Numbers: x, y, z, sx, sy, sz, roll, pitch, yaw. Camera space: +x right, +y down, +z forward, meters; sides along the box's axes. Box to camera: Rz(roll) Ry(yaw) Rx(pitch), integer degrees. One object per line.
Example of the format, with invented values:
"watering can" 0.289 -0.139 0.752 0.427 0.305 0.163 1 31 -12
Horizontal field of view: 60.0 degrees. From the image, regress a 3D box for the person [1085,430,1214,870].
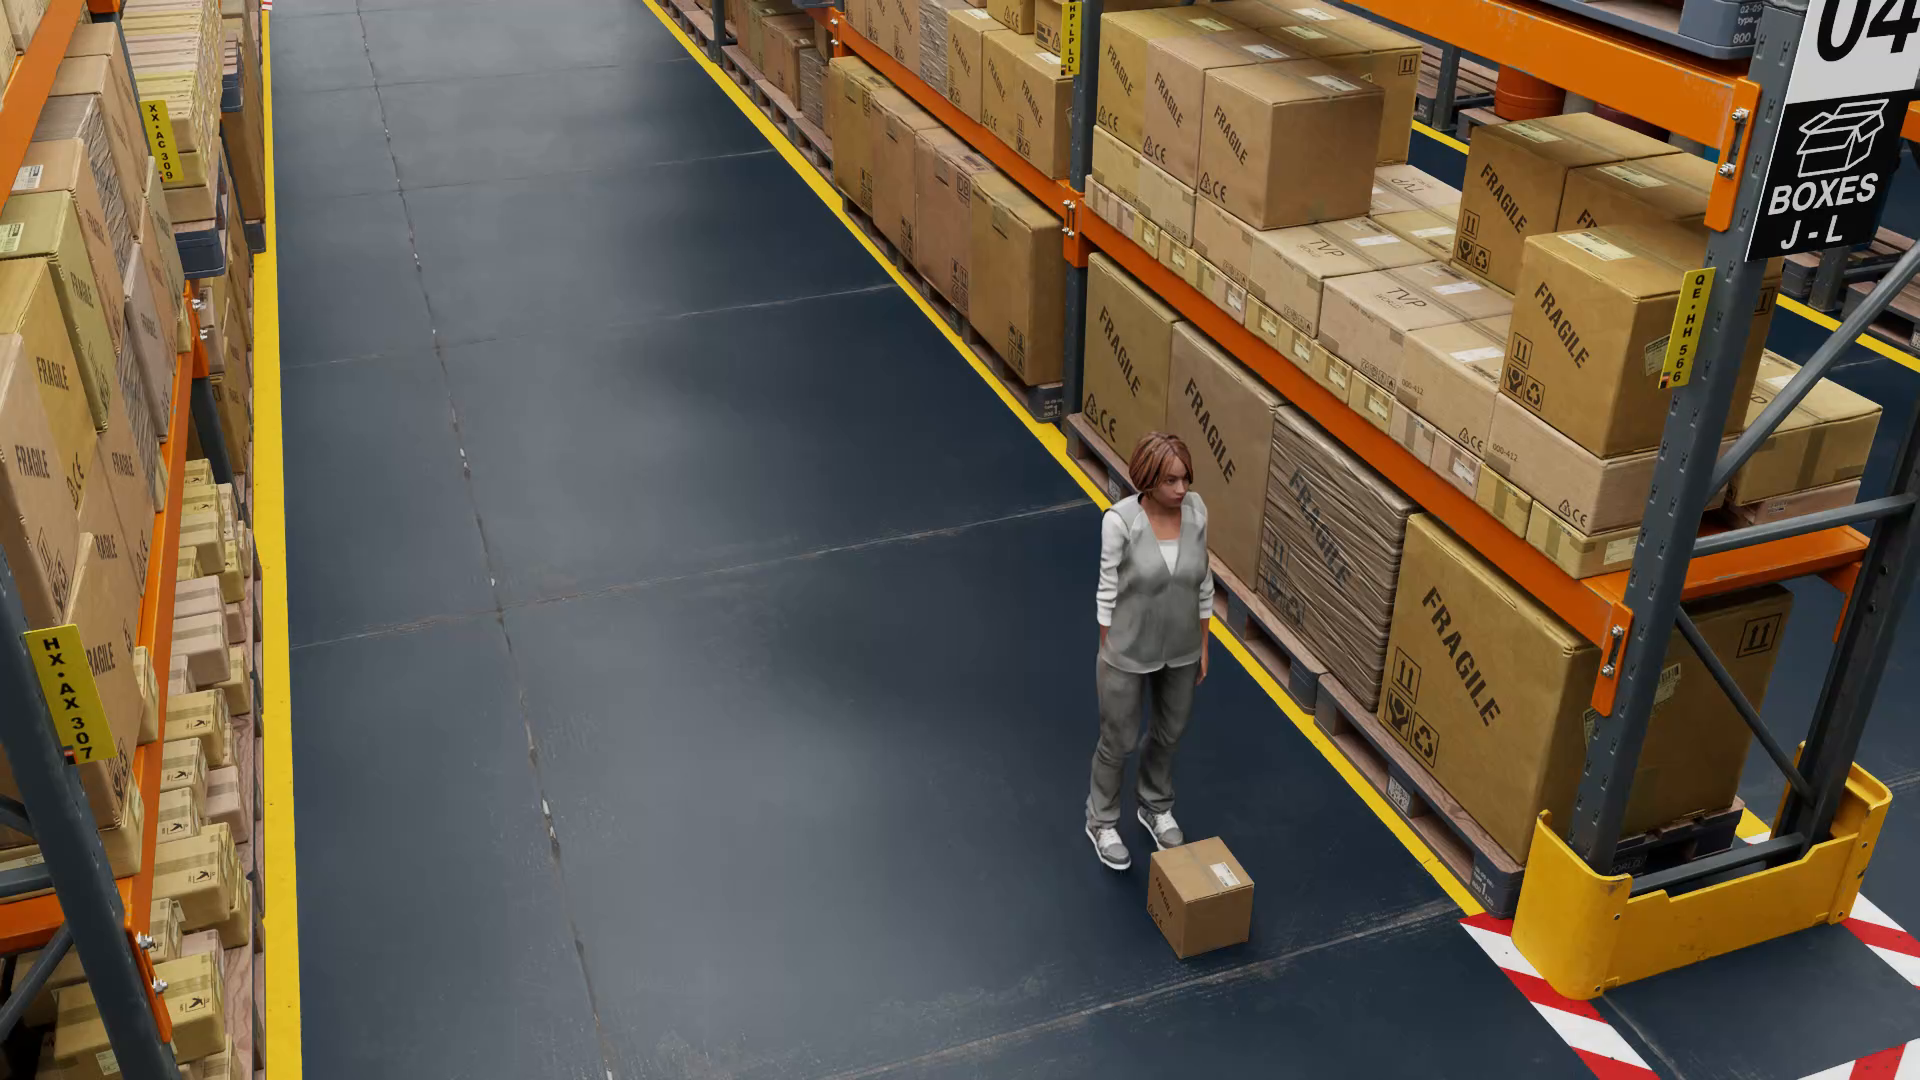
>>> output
"person" 0.640 0.371 5.504 0.406 1.601 0.302 -10 32 -16
